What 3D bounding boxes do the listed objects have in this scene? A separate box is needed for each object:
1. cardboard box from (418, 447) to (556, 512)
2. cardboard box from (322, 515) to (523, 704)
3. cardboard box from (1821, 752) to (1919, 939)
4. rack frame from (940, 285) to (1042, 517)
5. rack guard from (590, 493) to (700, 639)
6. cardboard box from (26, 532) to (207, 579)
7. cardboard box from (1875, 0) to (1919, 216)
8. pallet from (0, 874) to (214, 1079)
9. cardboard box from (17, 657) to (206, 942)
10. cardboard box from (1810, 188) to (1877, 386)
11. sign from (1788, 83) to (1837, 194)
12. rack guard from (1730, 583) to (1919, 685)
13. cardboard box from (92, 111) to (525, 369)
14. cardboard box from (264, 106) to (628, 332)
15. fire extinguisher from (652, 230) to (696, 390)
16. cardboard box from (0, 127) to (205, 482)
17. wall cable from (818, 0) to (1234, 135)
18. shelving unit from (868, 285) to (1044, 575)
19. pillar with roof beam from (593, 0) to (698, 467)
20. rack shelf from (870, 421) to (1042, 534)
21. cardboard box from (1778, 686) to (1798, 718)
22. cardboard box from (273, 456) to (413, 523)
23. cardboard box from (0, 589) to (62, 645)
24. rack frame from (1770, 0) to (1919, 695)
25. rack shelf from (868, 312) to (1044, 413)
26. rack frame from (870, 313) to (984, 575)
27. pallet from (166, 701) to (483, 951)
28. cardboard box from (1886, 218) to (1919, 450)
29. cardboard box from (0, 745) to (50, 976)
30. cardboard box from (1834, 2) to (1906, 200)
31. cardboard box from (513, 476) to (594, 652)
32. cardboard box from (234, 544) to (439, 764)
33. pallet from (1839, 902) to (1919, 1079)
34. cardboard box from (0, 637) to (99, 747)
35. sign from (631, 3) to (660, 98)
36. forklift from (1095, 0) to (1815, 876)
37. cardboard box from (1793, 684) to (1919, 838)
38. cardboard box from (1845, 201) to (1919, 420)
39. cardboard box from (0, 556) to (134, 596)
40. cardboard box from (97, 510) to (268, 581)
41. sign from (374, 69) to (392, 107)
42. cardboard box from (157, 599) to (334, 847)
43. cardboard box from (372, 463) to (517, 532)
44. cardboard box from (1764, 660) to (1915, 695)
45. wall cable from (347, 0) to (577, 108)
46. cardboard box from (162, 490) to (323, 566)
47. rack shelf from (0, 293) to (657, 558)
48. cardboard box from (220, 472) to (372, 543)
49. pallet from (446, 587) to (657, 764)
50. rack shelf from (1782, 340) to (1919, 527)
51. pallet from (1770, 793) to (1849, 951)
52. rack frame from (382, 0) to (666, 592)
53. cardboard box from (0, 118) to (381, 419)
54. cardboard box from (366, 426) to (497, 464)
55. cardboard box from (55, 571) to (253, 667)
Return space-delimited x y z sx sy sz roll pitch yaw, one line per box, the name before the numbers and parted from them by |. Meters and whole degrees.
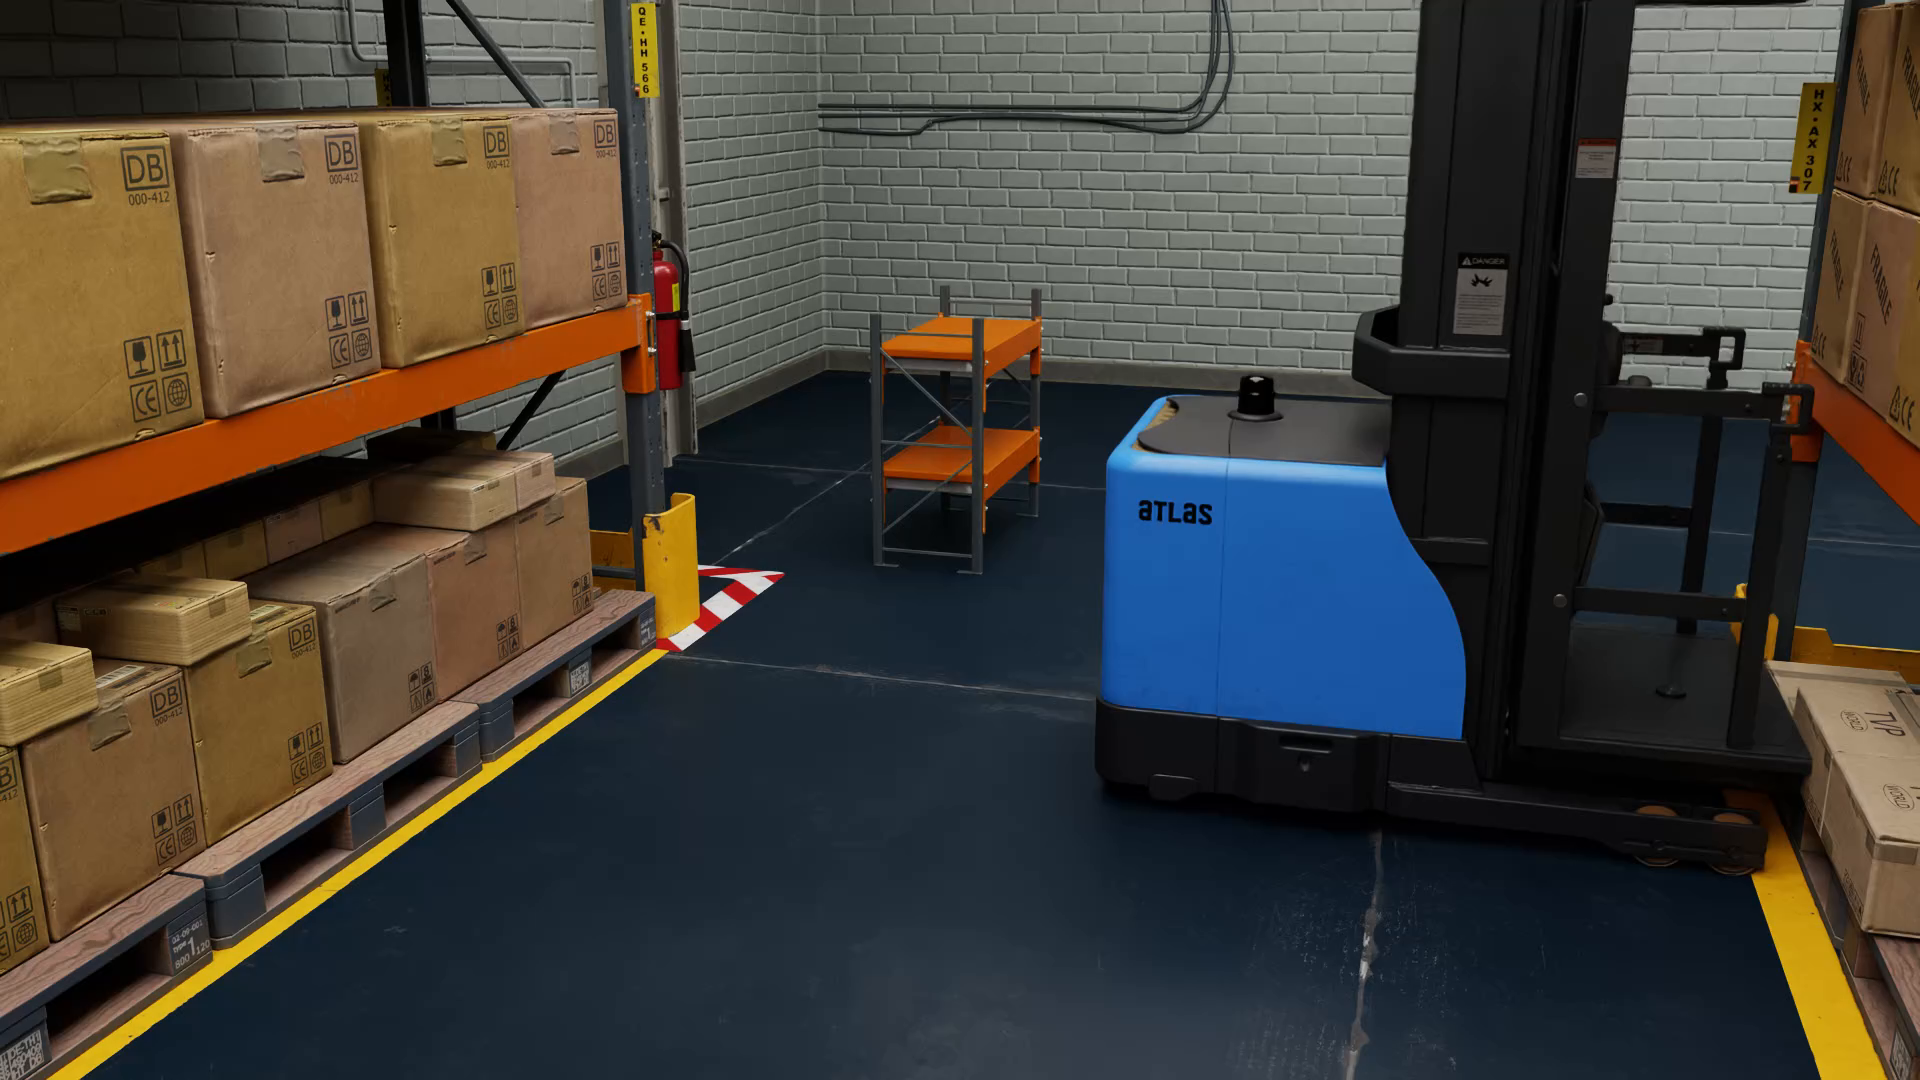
cardboard box | -1.618 -0.210 5.694 0.380 0.149 0.250 4 16 15
cardboard box | -1.898 0.186 5.489 0.700 0.500 0.500 5 16 16
cardboard box | 2.387 0.739 3.958 0.500 0.250 0.500 5 16 16
rack frame | 0.146 -0.676 8.151 0.500 1.125 0.032 5 16 16
rack guard | -1.646 0.059 6.703 1.175 0.500 0.348 5 16 16
cardboard box | -2.343 0.092 4.629 0.380 0.149 0.250 4 16 15
cardboard box | 2.577 -1.050 4.018 0.500 0.500 0.500 5 17 16
pallet | -2.498 1.058 3.711 1.003 0.211 1.213 5 16 16
cardboard box | -2.333 0.591 4.059 0.700 0.500 0.500 4 16 15
cardboard box | 2.719 -0.706 4.638 0.500 0.500 0.500 5 17 17
sign | 2.577 -1.212 5.019 0.100 0.325 0.005 5 16 16
rack guard | 3.076 0.469 5.260 1.175 0.500 0.348 5 16 16
cardboard box | -1.984 -0.956 5.152 0.980 0.700 0.700 4 16 15
cardboard box | -1.788 -1.147 5.826 0.980 0.700 0.700 5 17 18
fire extinguisher | -1.168 -0.924 6.415 0.296 0.674 0.183 5 16 16
cardboard box | -2.407 -0.566 3.777 0.980 0.700 0.700 4 16 14
wall cable | 0.297 -3.981 11.065 3.097 2.526 0.112 5 16 16
shelving unit | 0.002 -0.543 7.682 0.538 1.125 1.048 5 16 16
pillar with roof beam | 2.413 -4.463 7.072 9.100 9.000 0.400 5 16 16
rack shelf | 0.002 -0.308 7.749 0.538 0.278 1.000 5 16 16
cardboard box | 2.578 0.546 4.793 0.380 0.166 0.250 5 16 16
cardboard box | -2.055 -0.173 5.565 0.380 0.149 0.250 5 16 16
cardboard box | -2.488 0.226 4.158 0.380 0.149 0.250 4 16 14
rack frame | 3.098 -0.754 4.989 1.000 3.000 0.127 5 16 16
rack shelf | 0.002 -0.825 7.602 0.538 0.278 1.000 5 16 16
rack frame | -0.143 -0.410 7.213 0.500 1.125 0.032 5 16 16
pallet | -2.154 0.738 4.840 1.003 0.211 1.213 5 16 16
cardboard box | 2.432 -0.440 3.699 0.500 0.500 0.500 5 16 16
cardboard box | -2.479 0.723 3.596 0.700 0.500 0.500 5 17 17
cardboard box | 2.719 -1.187 4.502 0.500 0.500 0.500 5 17 18
cardboard box | -1.756 0.055 5.951 0.700 0.500 0.500 5 16 16
cardboard box | -2.040 0.317 5.025 0.700 0.500 0.500 4 16 14
pallet | 2.502 1.135 3.442 1.003 0.211 1.213 5 16 16
cardboard box | -2.206 0.335 3.774 0.380 0.149 0.250 5 17 18
sign | -1.137 -1.762 5.989 0.100 0.325 0.005 5 16 16
forklift | 1.987 -0.647 4.741 3.031 2.935 1.130 4 16 15
cardboard box | 2.529 0.609 4.419 0.500 0.250 0.500 5 16 16
cardboard box | 2.577 -0.571 4.161 0.500 0.500 0.500 4 16 15
cardboard box | -2.416 0.160 4.391 0.380 0.149 0.250 5 17 16
cardboard box | -2.271 0.026 4.863 0.380 0.149 0.250 5 17 16
sign | -2.183 -1.636 6.369 0.100 0.325 0.005 5 16 16
cardboard box | -2.185 0.457 4.532 0.700 0.500 0.500 5 17 17
cardboard box | -1.690 -0.143 5.458 0.380 0.149 0.250 5 17 17
cardboard box | 2.649 0.489 5.026 0.380 0.149 0.250 5 16 16
wall cable | -2.196 -2.034 7.641 0.084 1.984 1.851 5 16 16
cardboard box | -2.198 -0.041 5.099 0.380 0.149 0.250 5 17 17
rack shelf | -2.221 -0.267 4.594 1.077 0.370 4.000 5 16 16
cardboard box | -2.127 -0.108 5.334 0.380 0.149 0.250 5 17 16
pallet | -1.805 0.420 5.962 1.003 0.211 1.213 5 16 16
rack shelf | 2.529 0.116 3.243 1.077 0.370 4.000 5 16 16
pallet | 2.850 0.817 4.564 1.003 0.211 1.213 5 16 16
rack frame | -1.653 -1.137 6.340 1.000 3.000 0.127 5 16 16
cardboard box | -2.210 -0.757 4.451 0.980 0.700 0.700 4 16 13
cardboard box | -1.912 -0.306 6.032 0.380 0.149 0.250 5 17 16
cardboard box | -2.058 0.198 4.255 0.380 0.149 0.250 4 16 14
